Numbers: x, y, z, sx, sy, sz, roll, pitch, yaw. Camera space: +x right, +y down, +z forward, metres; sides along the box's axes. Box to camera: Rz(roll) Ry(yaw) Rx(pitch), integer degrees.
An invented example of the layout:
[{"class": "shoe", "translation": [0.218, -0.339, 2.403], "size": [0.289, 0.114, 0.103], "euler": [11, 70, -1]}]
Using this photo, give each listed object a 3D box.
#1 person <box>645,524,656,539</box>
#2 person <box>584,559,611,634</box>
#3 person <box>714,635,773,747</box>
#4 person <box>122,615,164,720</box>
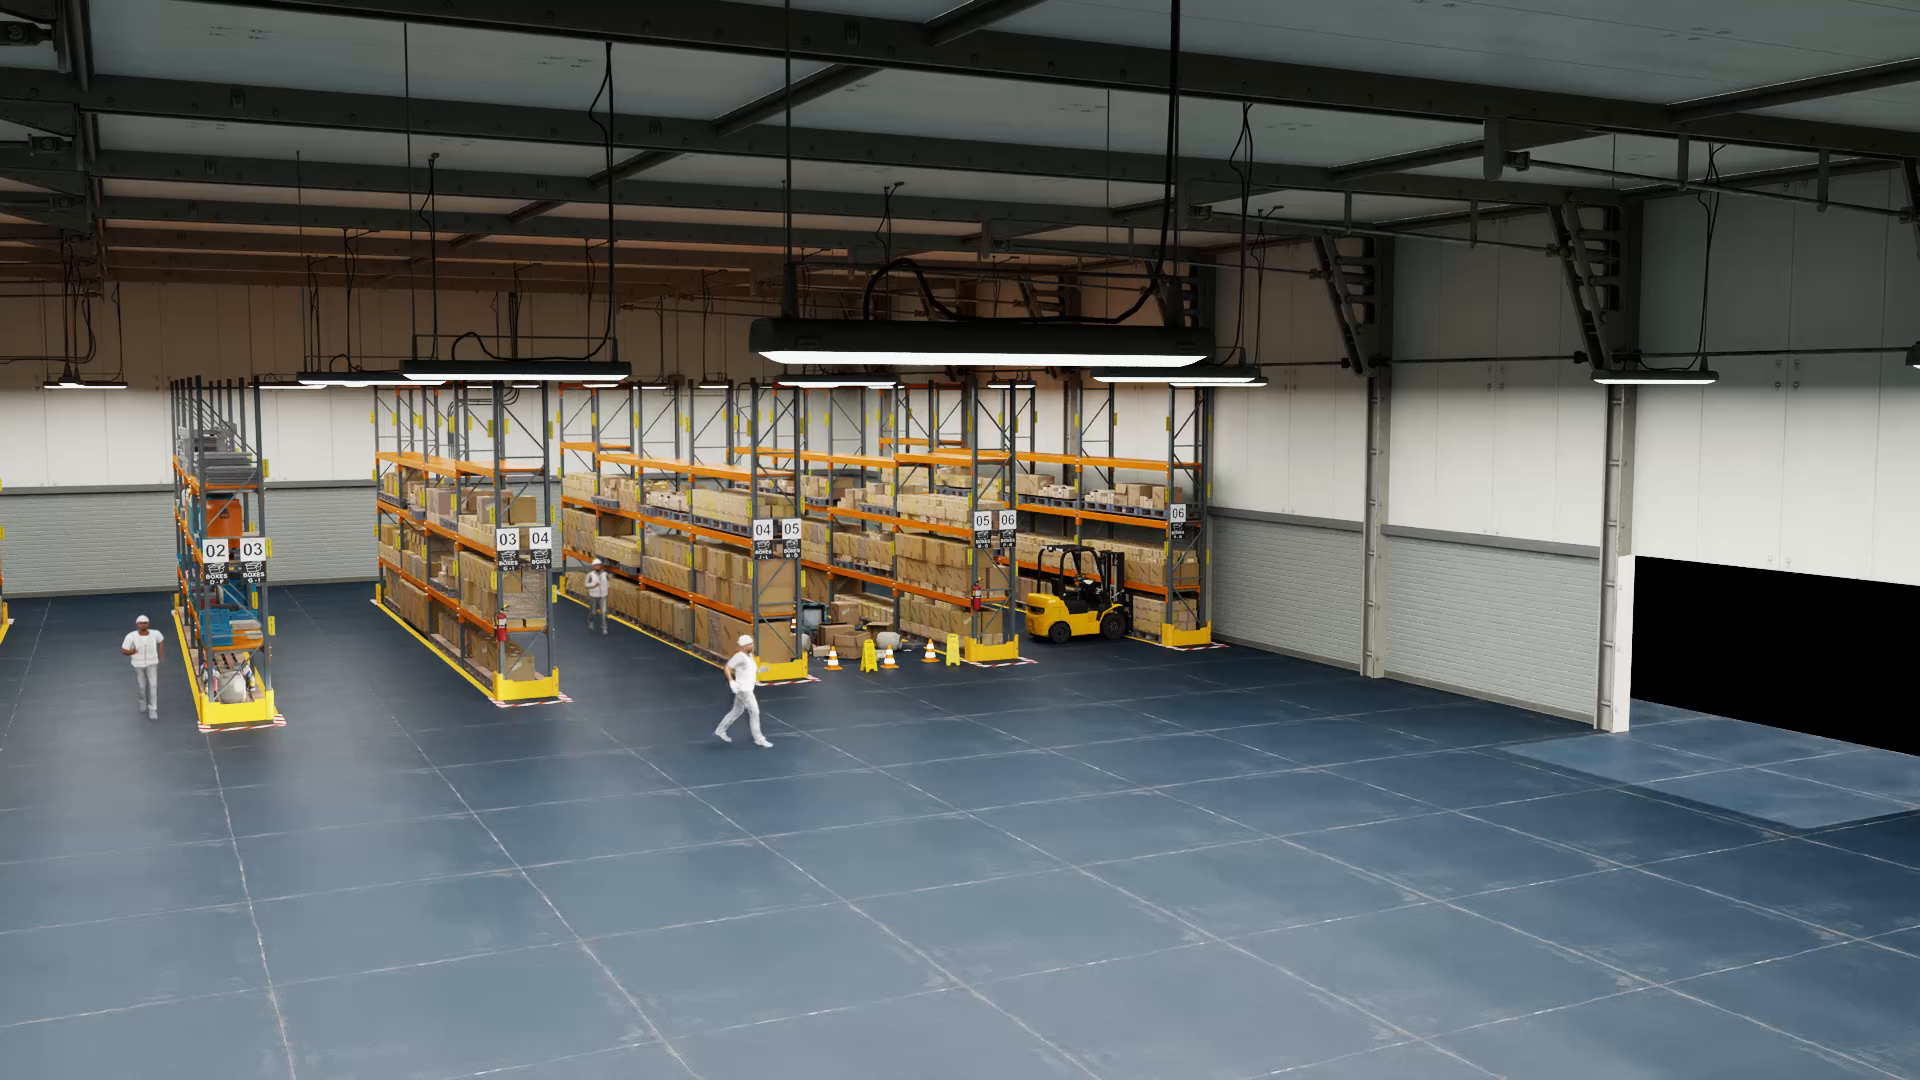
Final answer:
[{"class": "person", "translation": [-9.209, 0.422, 49.792], "size": [0.918, 1.841, 0.671], "euler": [-2, 5, -20]}, {"class": "person", "translation": [-8.562, 1.324, 39.359], "size": [0.661, 1.751, 0.963], "euler": [-3, 6, -27]}, {"class": "person", "translation": [-3.494, 2.425, 26.758], "size": [0.956, 1.803, 0.674], "euler": [0, 5, -1]}, {"class": "person", "translation": [-14.363, 2.214, 29.287], "size": [0.692, 1.786, 0.918], "euler": [-3, 6, -29]}]
